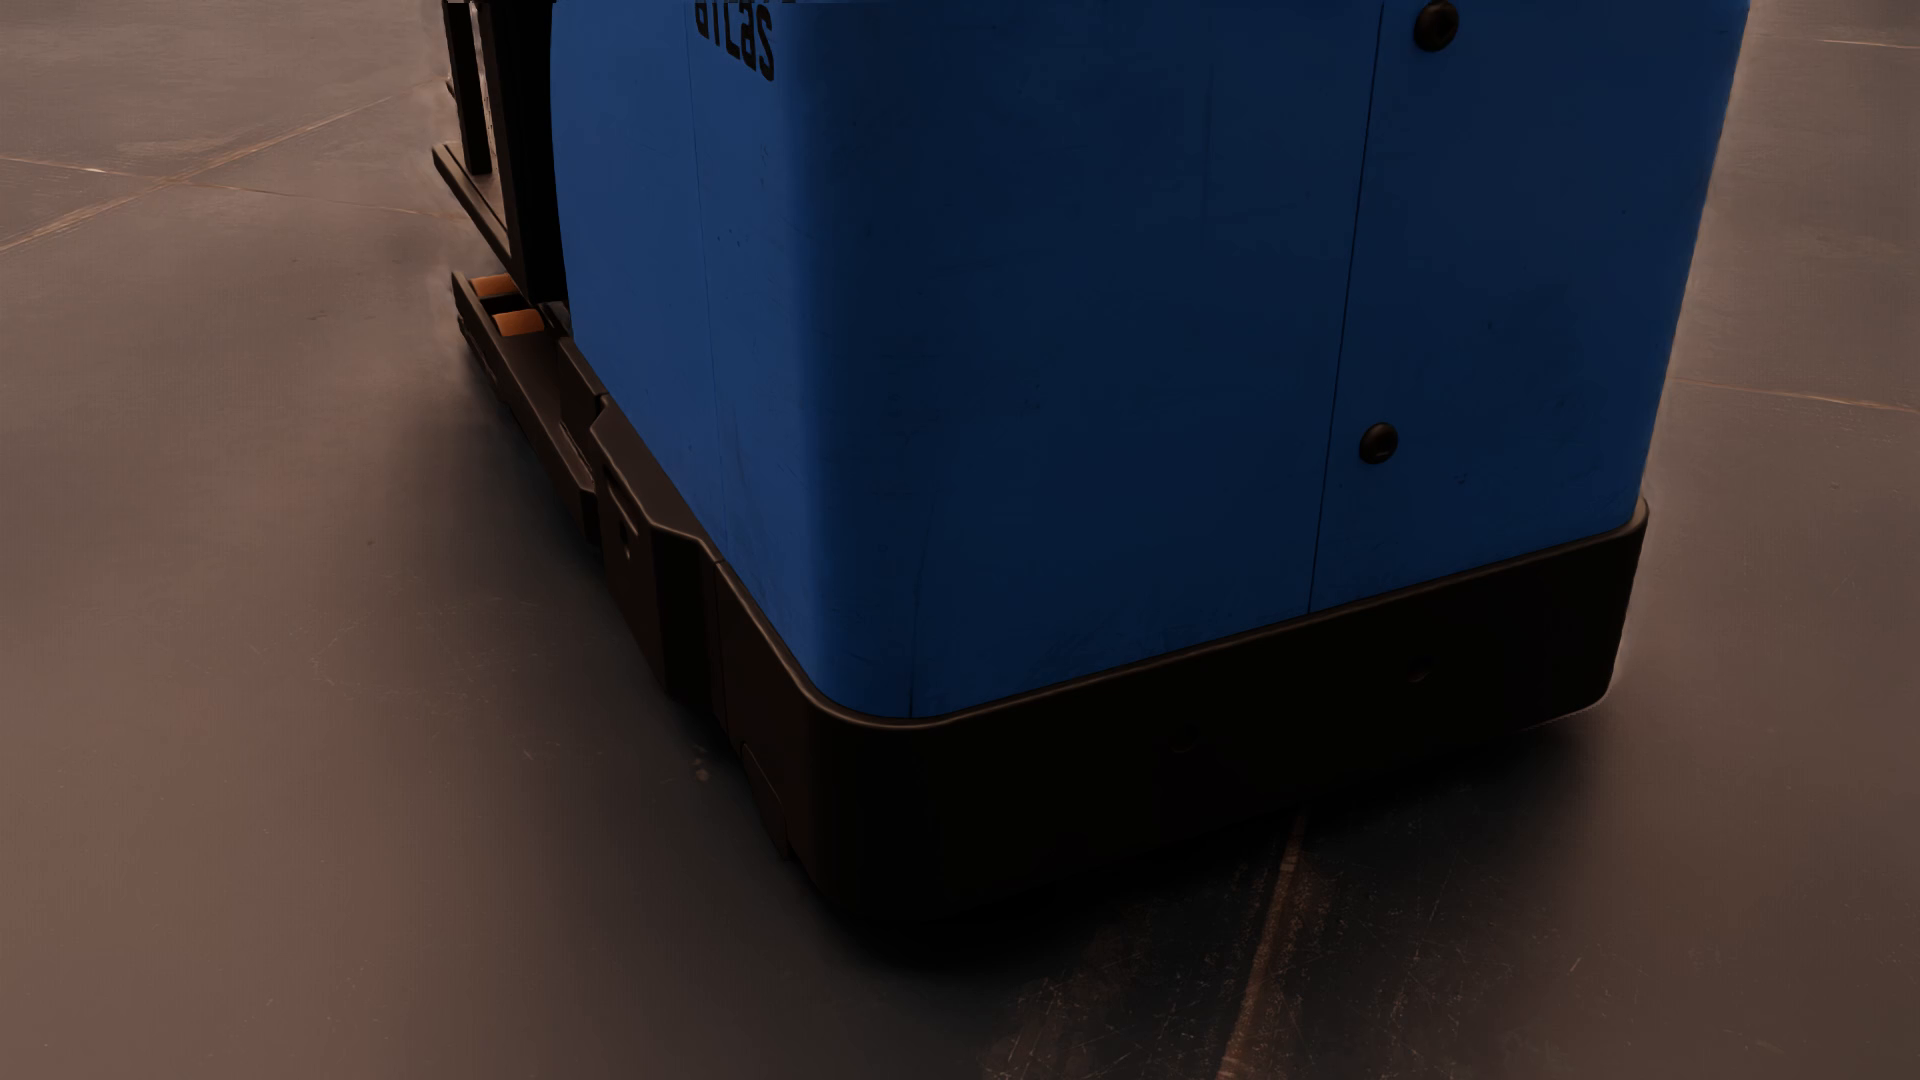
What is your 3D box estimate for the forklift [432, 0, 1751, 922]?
[{"bbox_3d":[-0.280,-1.595,2.342,1.130,2.935,3.031,-13,32,-22],"label":"forklift"}]
